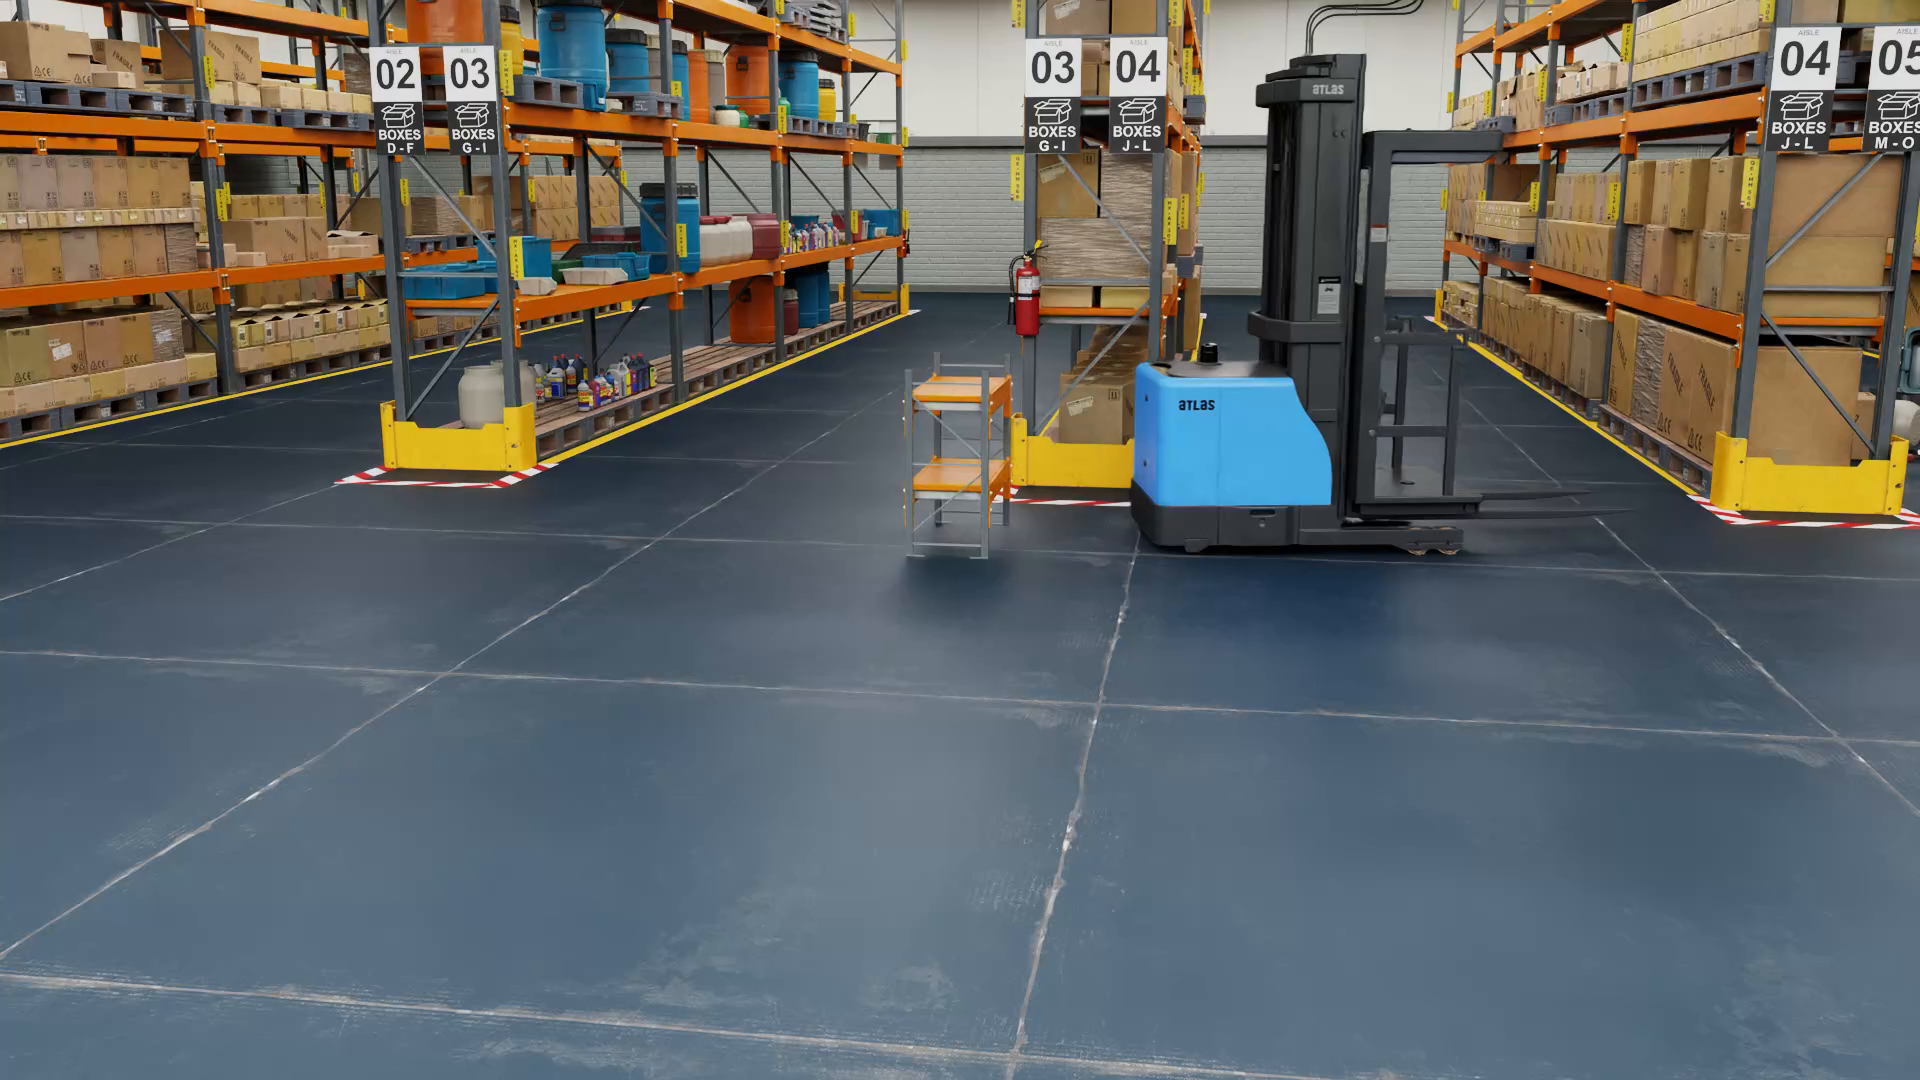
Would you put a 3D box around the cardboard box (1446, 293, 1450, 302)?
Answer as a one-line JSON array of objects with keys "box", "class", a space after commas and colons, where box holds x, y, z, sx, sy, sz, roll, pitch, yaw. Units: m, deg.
[{"box": [7.877, -3.825, 26.187, 0.380, 0.149, 0.250, 2, 12, 8], "class": "cardboard box"}]

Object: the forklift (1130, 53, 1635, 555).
[{"box": [2.654, -1.453, 10.280, 3.031, 2.935, 1.130, -1, 12, -3], "class": "forklift"}]

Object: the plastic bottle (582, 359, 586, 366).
[{"box": [-3.715, -1.632, 16.349, 0.061, 0.283, 0.133, 2, 12, 9], "class": "plastic bottle"}]

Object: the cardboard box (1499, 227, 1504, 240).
[{"box": [6.862, -3.772, 20.475, 0.380, 0.149, 0.250, 1, 12, 6], "class": "cardboard box"}]

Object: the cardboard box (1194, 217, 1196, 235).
[{"box": [3.221, -4.638, 24.544, 0.500, 0.250, 0.500, 2, 12, 8], "class": "cardboard box"}]

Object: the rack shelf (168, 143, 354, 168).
[{"box": [-11.567, -6.386, 27.591, 1.077, 0.370, 4.000, 2, 12, 9], "class": "rack shelf"}]

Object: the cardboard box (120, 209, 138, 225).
[{"box": [-8.198, -3.120, 16.075, 0.380, 0.149, 0.250, 2, 12, 8], "class": "cardboard box"}]

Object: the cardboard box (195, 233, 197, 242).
[{"box": [-11.747, -4.556, 25.064, 0.380, 0.149, 0.250, 2, 12, 10], "class": "cardboard box"}]

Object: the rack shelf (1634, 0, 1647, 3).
[{"box": [6.156, -4.495, 12.649, 1.077, 0.370, 4.000, 2, 12, 9], "class": "rack shelf"}]

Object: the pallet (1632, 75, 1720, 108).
[{"box": [6.328, -3.779, 14.000, 1.003, 0.211, 1.213, 2, 12, 9], "class": "pallet"}]

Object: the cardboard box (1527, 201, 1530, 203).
[{"box": [7.825, -4.475, 22.325, 0.380, 0.149, 0.250, 2, 12, 11], "class": "cardboard box"}]

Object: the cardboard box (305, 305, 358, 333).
[{"box": [-7.585, -2.667, 19.948, 0.500, 0.311, 0.500, 2, 12, 8], "class": "cardboard box"}]

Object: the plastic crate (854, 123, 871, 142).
[{"box": [-1.623, -6.186, 25.267, 0.497, 0.269, 0.590, 2, 12, 9], "class": "plastic crate"}]

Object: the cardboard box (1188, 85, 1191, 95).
[{"box": [2.299, -5.086, 18.427, 0.500, 0.500, 0.500, 2, 12, 9], "class": "cardboard box"}]

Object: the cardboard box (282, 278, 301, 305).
[{"box": [-11.496, -4.202, 27.806, 0.700, 0.500, 0.500, 2, 12, 10], "class": "cardboard box"}]

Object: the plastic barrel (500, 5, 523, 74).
[{"box": [-3.881, -4.041, 13.559, 0.600, 0.588, 0.600, 0, 12, 0], "class": "plastic barrel"}]

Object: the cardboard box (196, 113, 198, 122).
[{"box": [-12.001, -6.652, 26.241, 0.500, 0.250, 0.500, 2, 12, 9], "class": "cardboard box"}]

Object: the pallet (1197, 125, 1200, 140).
[{"box": [3.135, -6.219, 25.323, 1.003, 0.211, 1.213, 2, 12, 9], "class": "pallet"}]

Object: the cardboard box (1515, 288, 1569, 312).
[{"box": [6.925, -2.860, 19.799, 0.500, 0.250, 0.500, 2, 12, 7], "class": "cardboard box"}]

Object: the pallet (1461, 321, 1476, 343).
[{"box": [7.763, -2.969, 23.770, 1.003, 0.211, 1.213, 2, 12, 9], "class": "pallet"}]

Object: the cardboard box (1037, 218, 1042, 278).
[{"box": [1.033, -2.291, 13.061, 0.875, 0.500, 0.500, 2, 12, 9], "class": "cardboard box"}]

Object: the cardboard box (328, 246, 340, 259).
[{"box": [-7.735, -3.472, 20.081, 0.380, 0.149, 0.250, 3, 12, 13], "class": "cardboard box"}]

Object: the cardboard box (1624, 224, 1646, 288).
[{"box": [6.419, -2.522, 14.721, 0.875, 0.550, 0.550, 2, 12, 9], "class": "cardboard box"}]

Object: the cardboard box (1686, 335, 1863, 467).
[{"box": [5.888, -1.003, 12.076, 0.875, 0.875, 0.875, 2, 12, 9], "class": "cardboard box"}]

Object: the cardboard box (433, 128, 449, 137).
[{"box": [-7.402, -5.684, 22.390, 0.910, 0.500, 0.500, 2, 12, 9], "class": "cardboard box"}]

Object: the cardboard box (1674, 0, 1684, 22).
[{"box": [5.877, -4.184, 13.136, 0.380, 0.149, 0.250, 2, 12, 9], "class": "cardboard box"}]

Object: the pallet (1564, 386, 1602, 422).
[{"box": [6.508, -1.326, 16.145, 1.003, 0.211, 1.213, 2, 12, 9], "class": "pallet"}]

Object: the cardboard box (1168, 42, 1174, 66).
[{"box": [1.370, -3.564, 12.199, 0.380, 0.149, 0.250, 2, 12, 10], "class": "cardboard box"}]

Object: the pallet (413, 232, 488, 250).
[{"box": [-7.300, -4.173, 23.194, 1.003, 0.211, 1.213, 2, 12, 9], "class": "pallet"}]

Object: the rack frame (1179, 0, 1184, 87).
[{"box": [1.578, -5.641, 15.306, 1.000, 3.000, 0.127, 2, 12, 9], "class": "rack frame"}]

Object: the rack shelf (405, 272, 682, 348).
[{"box": [-3.623, -2.100, 14.827, 1.077, 0.370, 4.000, 2, 12, 9], "class": "rack shelf"}]

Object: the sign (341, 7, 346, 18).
[{"box": [-10.725, -9.095, 28.929, 0.100, 0.325, 0.005, 2, 12, 9], "class": "sign"}]

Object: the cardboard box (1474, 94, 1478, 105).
[{"box": [7.646, -6.368, 24.024, 0.380, 0.149, 0.250, 2, 12, 8], "class": "cardboard box"}]

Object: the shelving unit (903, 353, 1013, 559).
[{"box": [0.001, -0.551, 10.381, 0.538, 1.125, 1.048, 2, 12, 9], "class": "shelving unit"}]

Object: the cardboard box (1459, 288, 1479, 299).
[{"box": [7.620, -3.650, 24.669, 0.380, 0.149, 0.250, 1, 12, 7], "class": "cardboard box"}]

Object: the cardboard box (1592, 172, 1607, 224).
[{"box": [6.690, -3.380, 16.445, 0.700, 0.500, 0.500, 2, 12, 9], "class": "cardboard box"}]

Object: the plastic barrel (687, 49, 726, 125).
[{"box": [-3.041, -5.248, 19.417, 0.600, 0.901, 0.600, 0, 12, 0], "class": "plastic barrel"}]

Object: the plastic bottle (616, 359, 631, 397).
[{"box": [-3.209, -1.538, 15.753, 0.144, 0.351, 0.185, 2, 12, 8], "class": "plastic bottle"}]

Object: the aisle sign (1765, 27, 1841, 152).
[{"box": [5.541, -2.959, 10.934, 0.394, 0.787, 0.004, 2, 12, 9], "class": "aisle sign"}]

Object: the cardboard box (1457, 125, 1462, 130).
[{"box": [7.902, -6.222, 25.483, 0.500, 0.250, 0.500, 2, 12, 10], "class": "cardboard box"}]

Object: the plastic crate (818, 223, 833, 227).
[{"box": [-2.082, -4.937, 26.535, 0.416, 0.233, 0.300, 2, 12, 9], "class": "plastic crate"}]

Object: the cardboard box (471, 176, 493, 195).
[{"box": [-7.157, -5.346, 25.570, 0.500, 0.500, 0.500, 2, 12, 9], "class": "cardboard box"}]

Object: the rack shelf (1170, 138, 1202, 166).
[{"box": [3.116, -5.904, 25.357, 1.077, 0.370, 4.000, 2, 12, 9], "class": "rack shelf"}]

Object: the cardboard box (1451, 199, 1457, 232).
[{"box": [7.910, -5.022, 25.731, 0.500, 0.500, 0.500, 2, 12, 9], "class": "cardboard box"}]

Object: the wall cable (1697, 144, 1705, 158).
[{"box": [14.060, -6.571, 31.379, 0.585, 1.953, 0.123, 2, 12, 9], "class": "wall cable"}]

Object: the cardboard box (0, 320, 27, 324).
[{"box": [-8.897, -1.755, 15.265, 0.500, 0.500, 0.500, 2, 12, 9], "class": "cardboard box"}]

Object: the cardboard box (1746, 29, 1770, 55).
[{"box": [5.565, -3.371, 11.259, 0.380, 0.149, 0.250, 2, 12, 9], "class": "cardboard box"}]

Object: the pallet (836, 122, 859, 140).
[{"box": [-2.109, -5.741, 23.342, 1.213, 0.211, 1.003, 2, 12, 9], "class": "pallet"}]

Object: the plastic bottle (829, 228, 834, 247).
[{"box": [-1.883, -4.304, 23.641, 0.152, 0.276, 0.135, 2, 12, 9], "class": "plastic bottle"}]

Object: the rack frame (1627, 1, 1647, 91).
[{"box": [6.464, -5.459, 14.463, 1.000, 3.000, 0.127, 2, 12, 9], "class": "rack frame"}]

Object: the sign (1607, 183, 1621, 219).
[{"box": [5.926, -3.069, 15.053, 0.100, 0.325, 0.005, 2, 12, 9], "class": "sign"}]

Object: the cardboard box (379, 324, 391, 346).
[{"box": [-7.434, -2.606, 20.995, 0.500, 0.250, 0.500, 2, 12, 10], "class": "cardboard box"}]

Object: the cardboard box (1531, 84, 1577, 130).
[{"box": [6.916, -5.001, 19.222, 0.500, 0.500, 0.500, 2, 12, 9], "class": "cardboard box"}]

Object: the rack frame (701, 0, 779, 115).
[{"box": [-2.700, -6.634, 19.915, 1.000, 3.000, 0.127, 2, 12, 9], "class": "rack frame"}]

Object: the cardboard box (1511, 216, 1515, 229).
[{"box": [6.744, -3.760, 19.713, 0.380, 0.149, 0.250, 2, 12, 11], "class": "cardboard box"}]
